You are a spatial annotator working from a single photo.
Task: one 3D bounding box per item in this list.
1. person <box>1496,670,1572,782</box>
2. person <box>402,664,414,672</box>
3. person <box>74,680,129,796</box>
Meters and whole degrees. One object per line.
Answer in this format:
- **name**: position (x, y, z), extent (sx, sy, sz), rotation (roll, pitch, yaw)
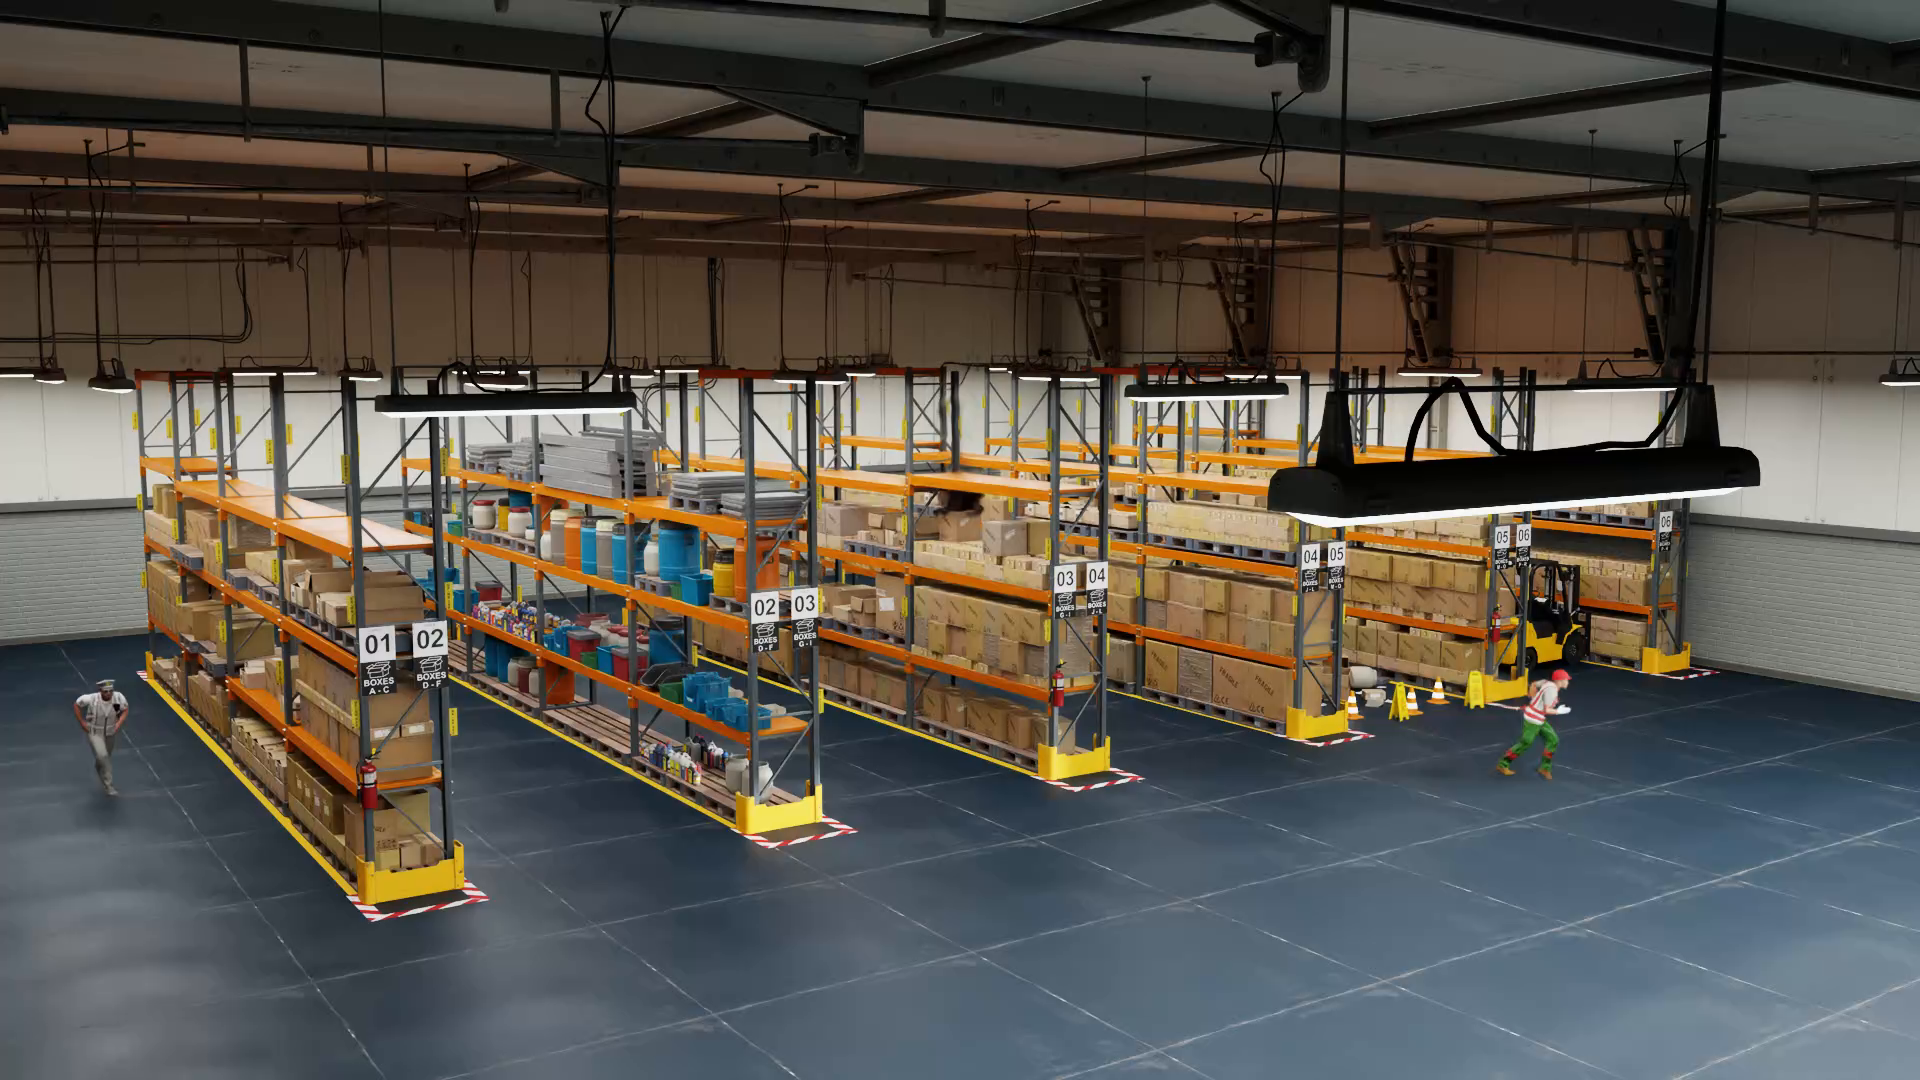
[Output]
- **person**: position (8.505, 2.748, 24.652), extent (1.022, 1.719, 0.707), rotation (2, 7, 18)
- **person**: position (-10.343, 1.948, 31.101), extent (0.734, 1.743, 0.800), rotation (-3, 7, -27)
- **person**: position (-12.442, 2.816, 24.097), extent (0.704, 1.720, 1.030), rotation (-5, 8, -38)
